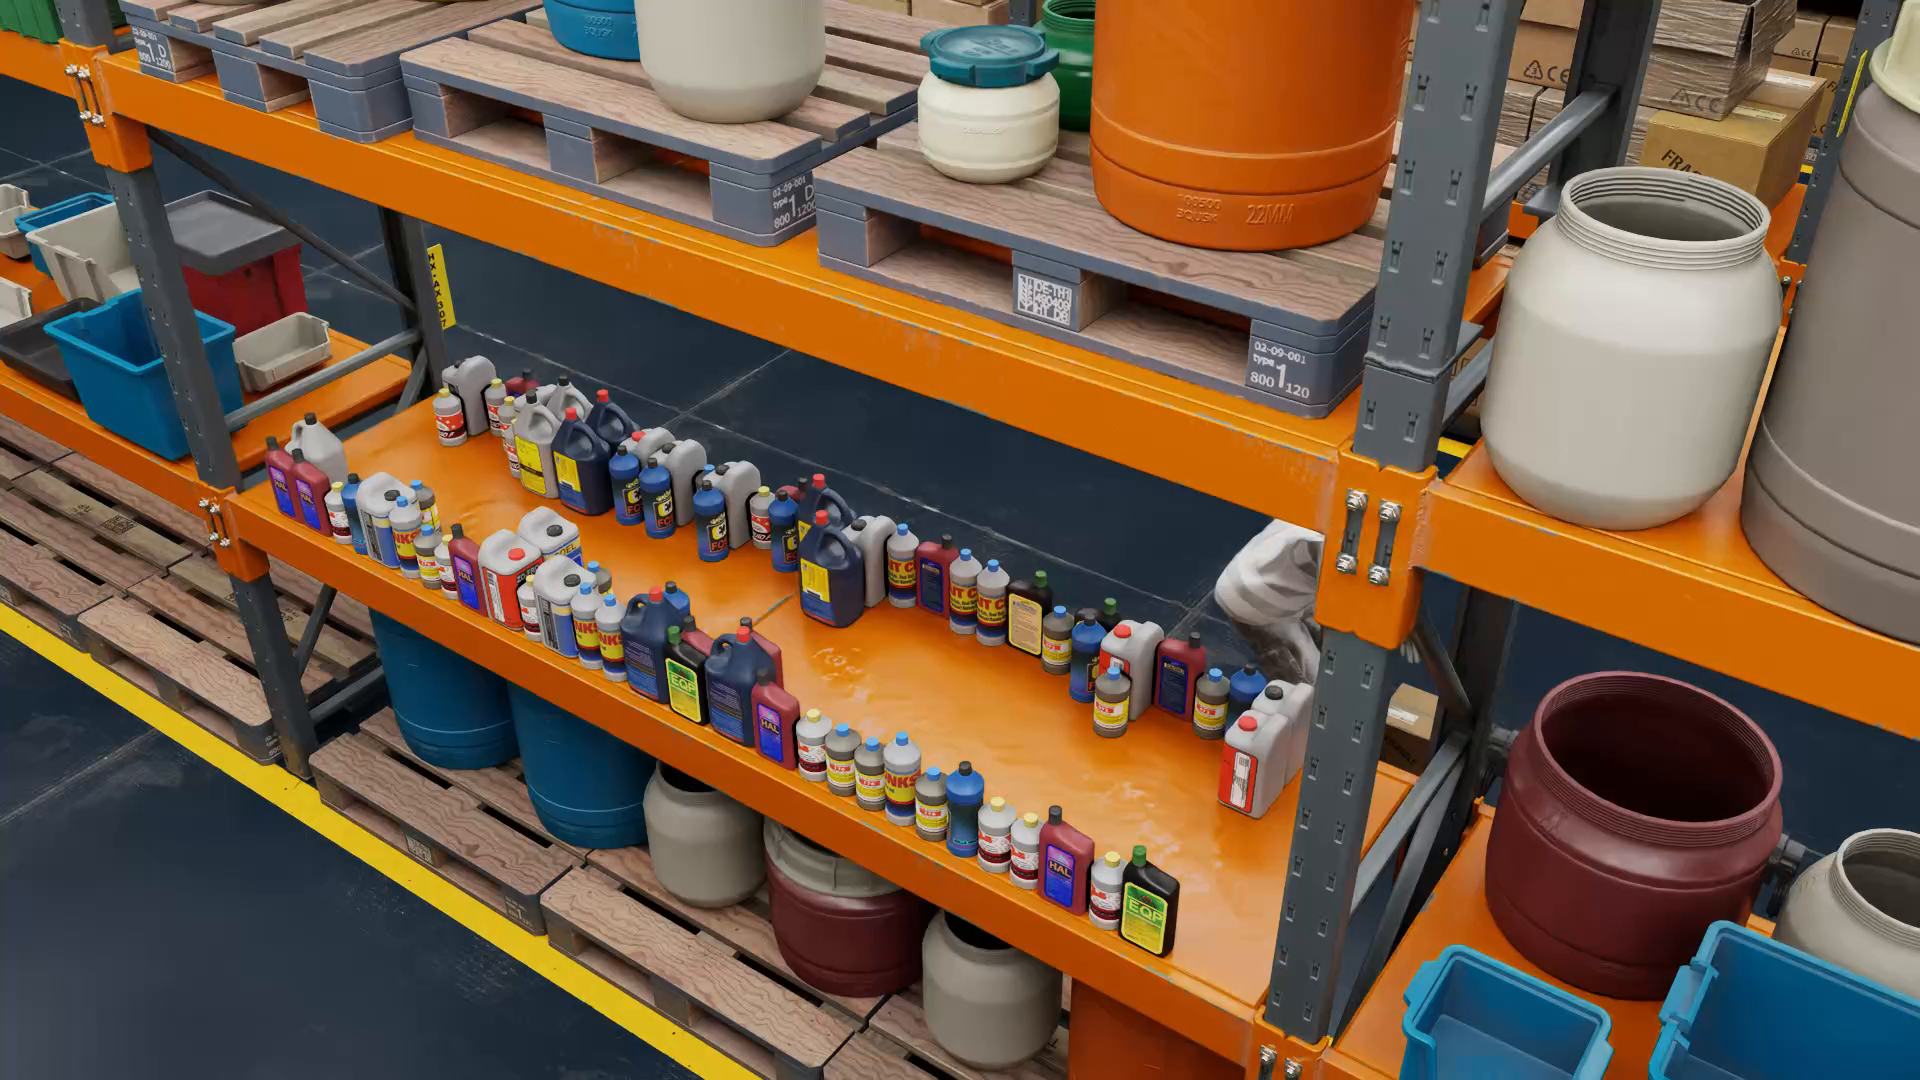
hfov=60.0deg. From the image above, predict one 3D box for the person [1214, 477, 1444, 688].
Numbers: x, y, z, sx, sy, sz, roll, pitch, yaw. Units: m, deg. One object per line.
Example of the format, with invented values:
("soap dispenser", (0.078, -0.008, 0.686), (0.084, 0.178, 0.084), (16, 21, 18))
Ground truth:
("person", (1.345, 0.248, 6.069), (0.787, 1.327, 0.610), (21, 40, 28))
